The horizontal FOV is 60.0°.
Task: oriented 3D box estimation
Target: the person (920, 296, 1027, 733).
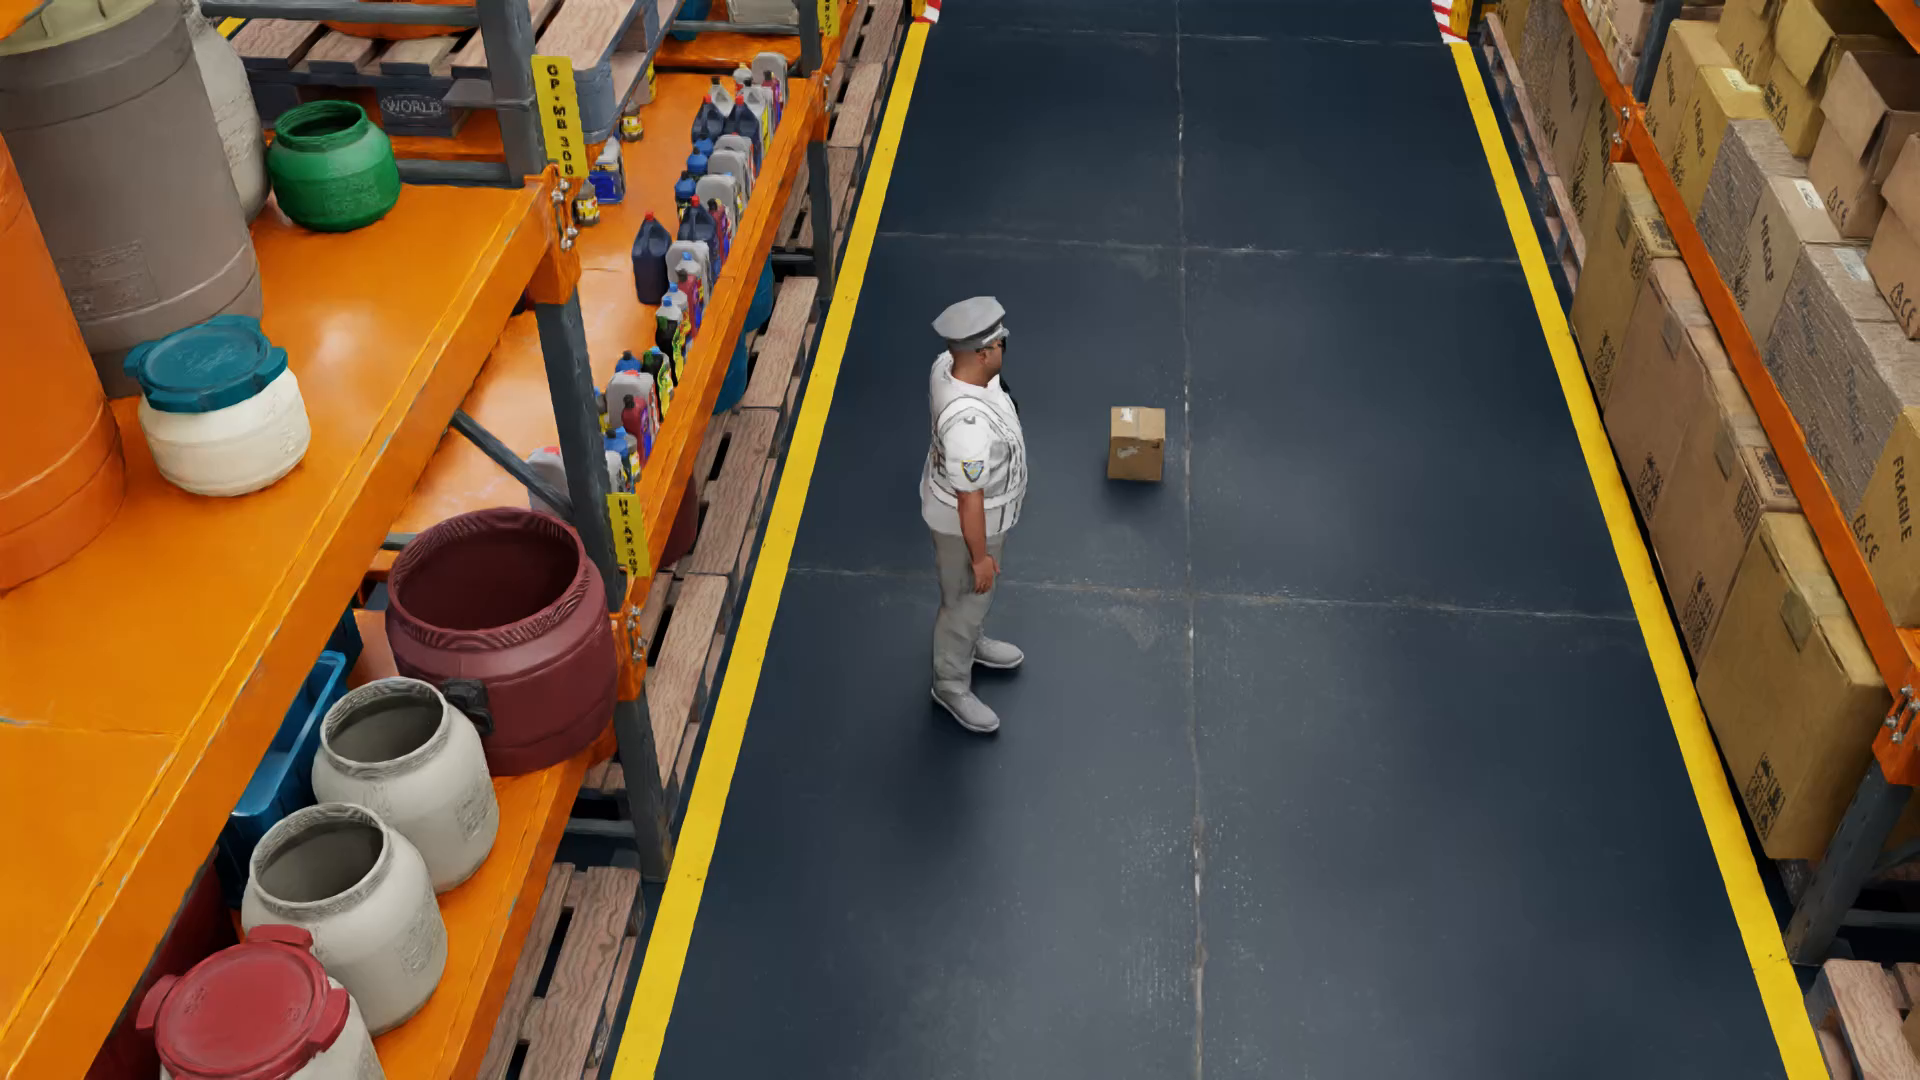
[{"bbox_3d":[0.056,-0.107,6.237,0.413,1.769,0.614,-1,40,-1],"label":"person"}]
